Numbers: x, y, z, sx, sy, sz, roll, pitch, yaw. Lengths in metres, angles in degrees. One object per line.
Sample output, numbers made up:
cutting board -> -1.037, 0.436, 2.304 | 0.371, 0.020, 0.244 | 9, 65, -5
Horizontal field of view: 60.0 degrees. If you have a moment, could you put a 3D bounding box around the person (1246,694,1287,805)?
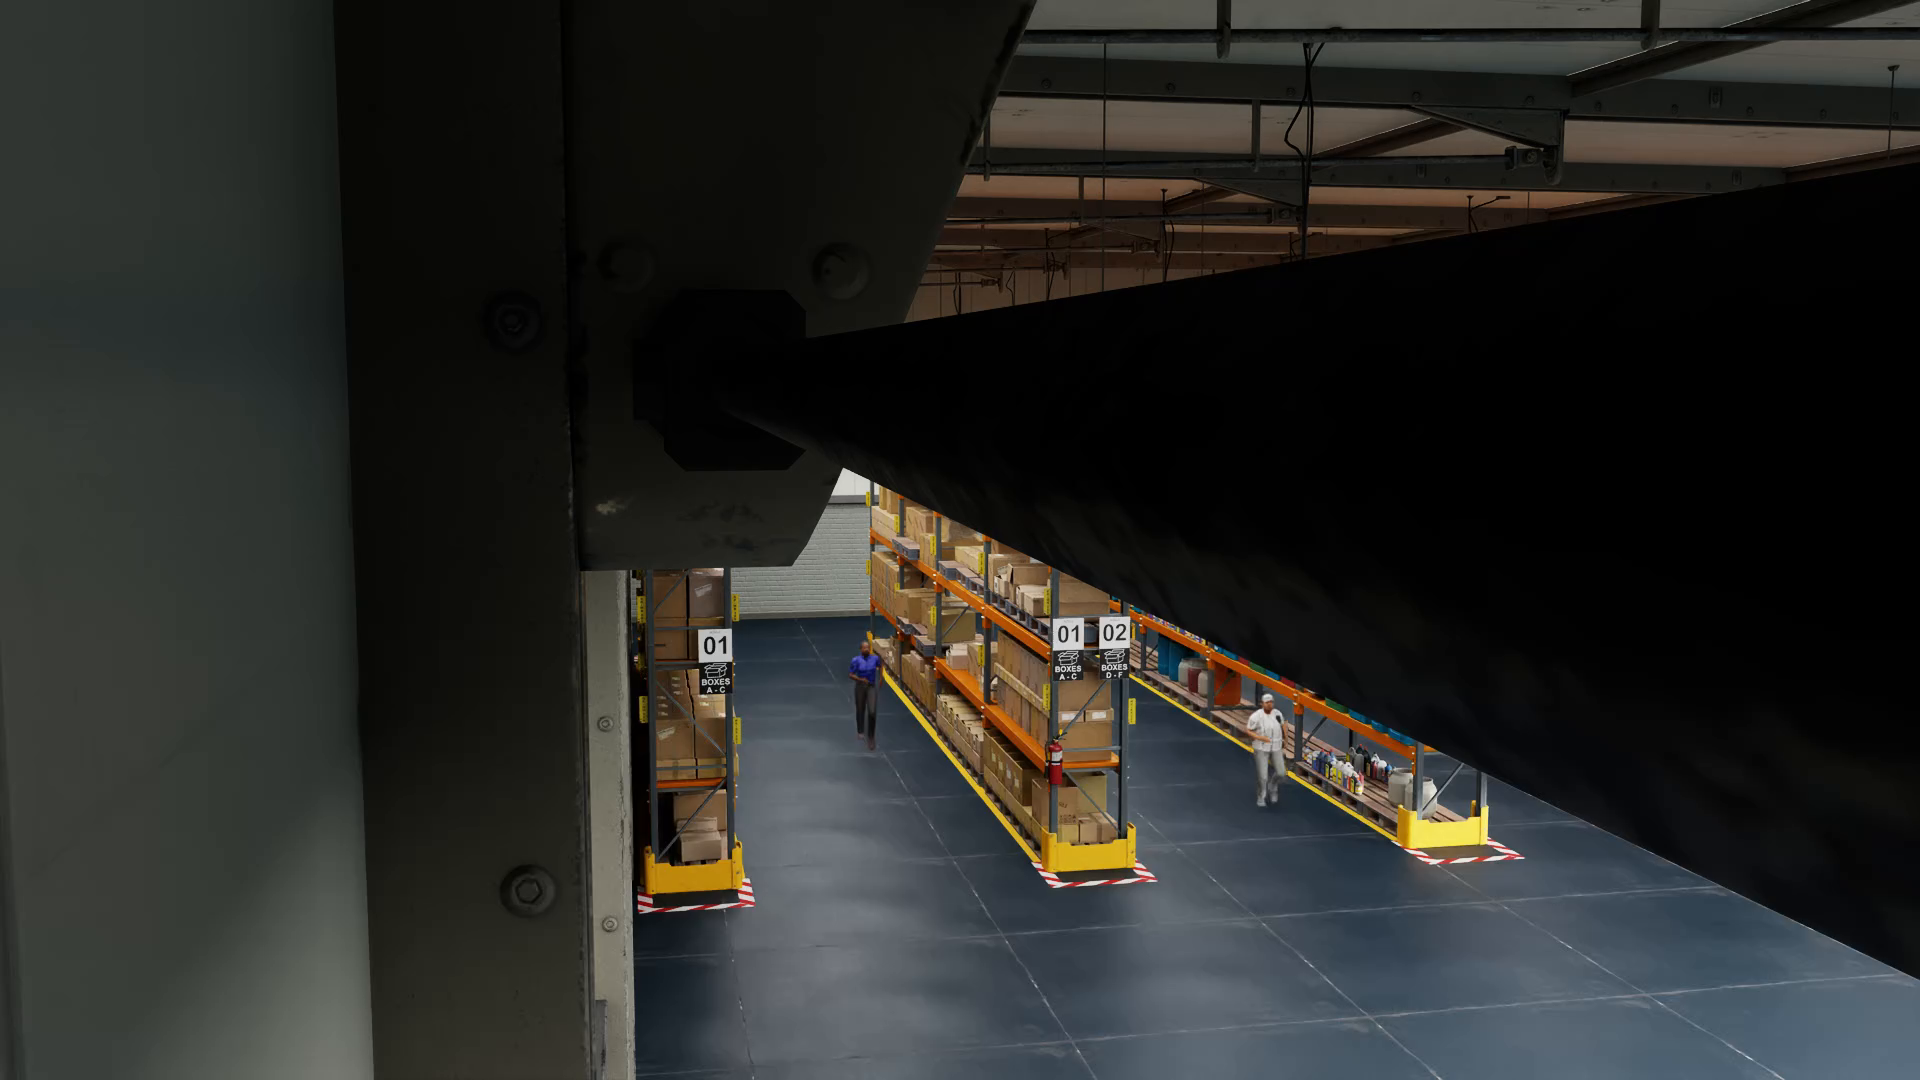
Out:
person -> 4.427, 3.019, 23.866 | 0.661, 1.638, 0.570 | -1, 6, -9

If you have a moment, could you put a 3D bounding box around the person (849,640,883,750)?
person -> -1.489, 2.483, 26.617 | 0.584, 1.753, 0.700 | -1, 6, -11
